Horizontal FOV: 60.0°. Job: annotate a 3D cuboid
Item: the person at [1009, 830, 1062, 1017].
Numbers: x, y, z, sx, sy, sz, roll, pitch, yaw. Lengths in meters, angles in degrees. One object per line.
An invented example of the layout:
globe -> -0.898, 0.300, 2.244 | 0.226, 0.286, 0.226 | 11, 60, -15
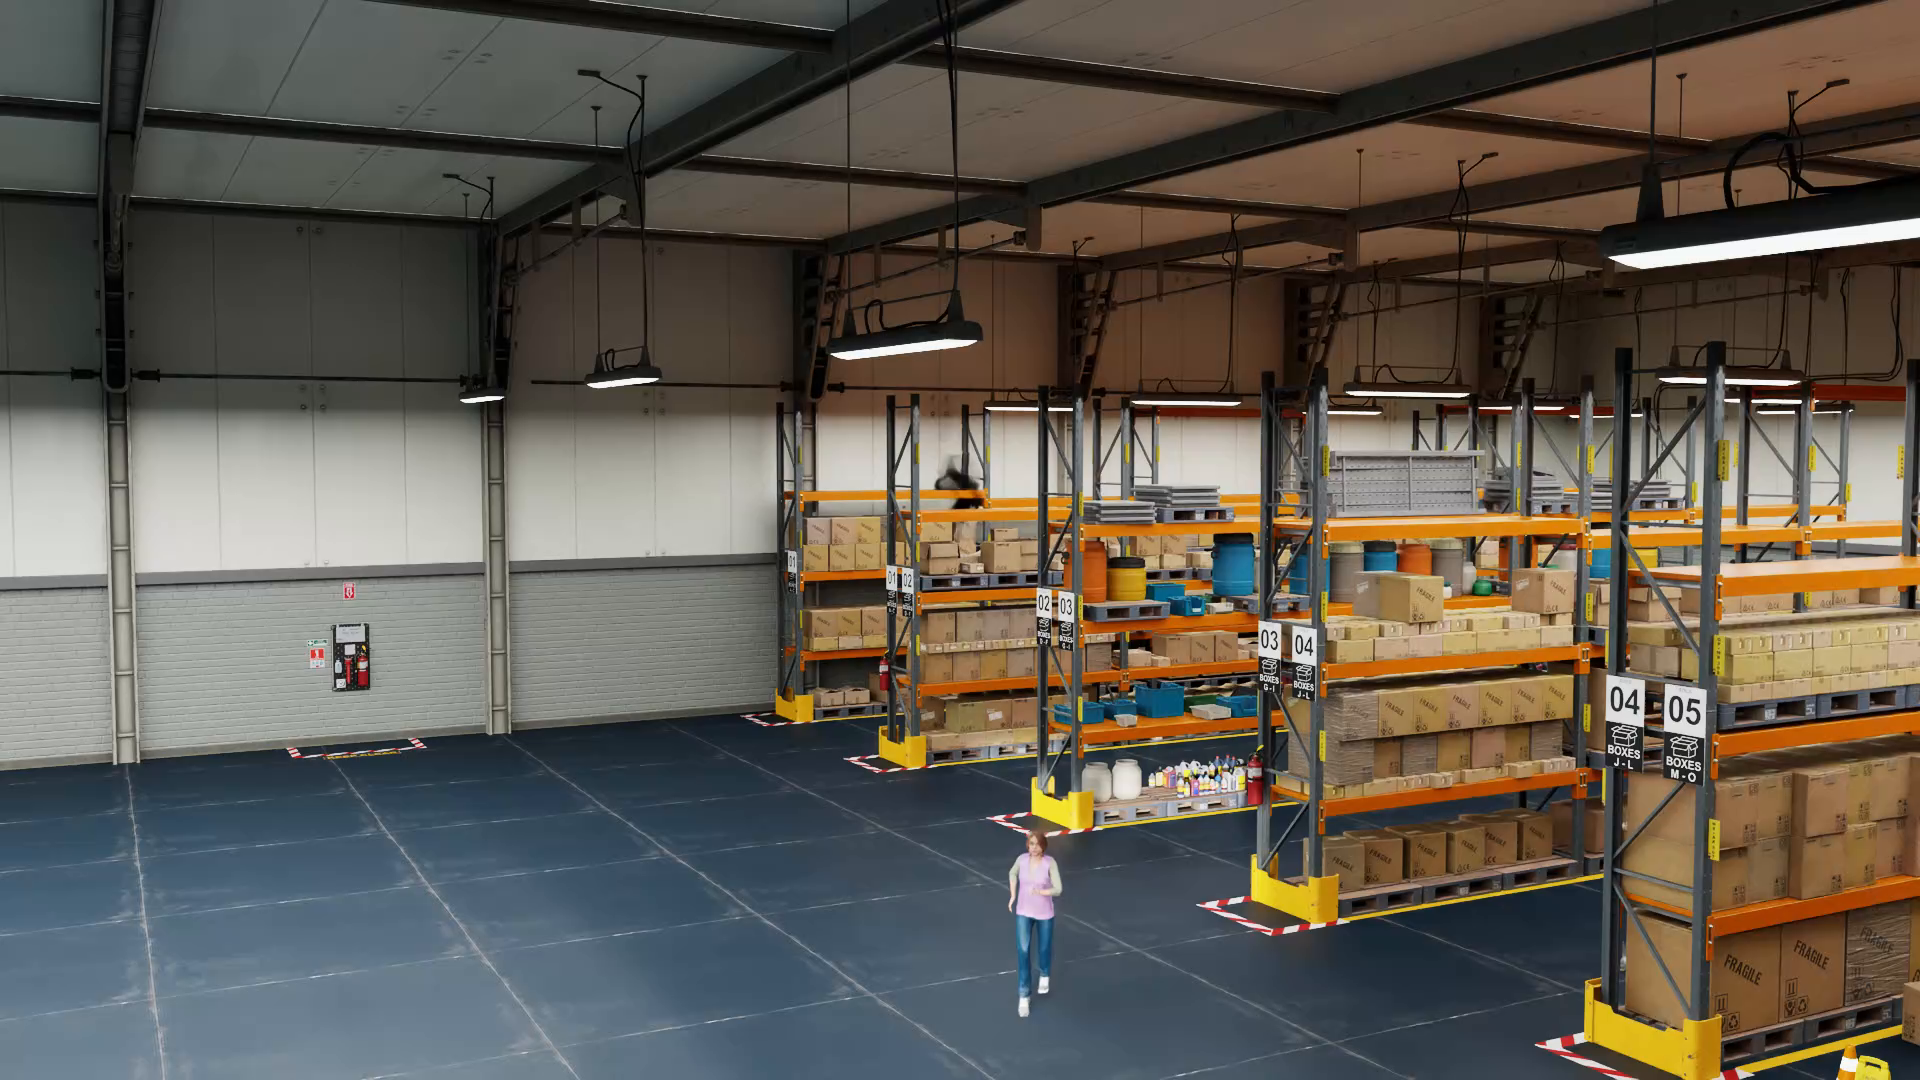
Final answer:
person -> 0.692, 3.486, 15.343 | 0.513, 1.641, 0.742 | 0, 3, 8

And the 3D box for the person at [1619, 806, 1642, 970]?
person -> 6.740, 3.402, 16.594 | 0.837, 1.610, 0.558 | -3, 4, -44
